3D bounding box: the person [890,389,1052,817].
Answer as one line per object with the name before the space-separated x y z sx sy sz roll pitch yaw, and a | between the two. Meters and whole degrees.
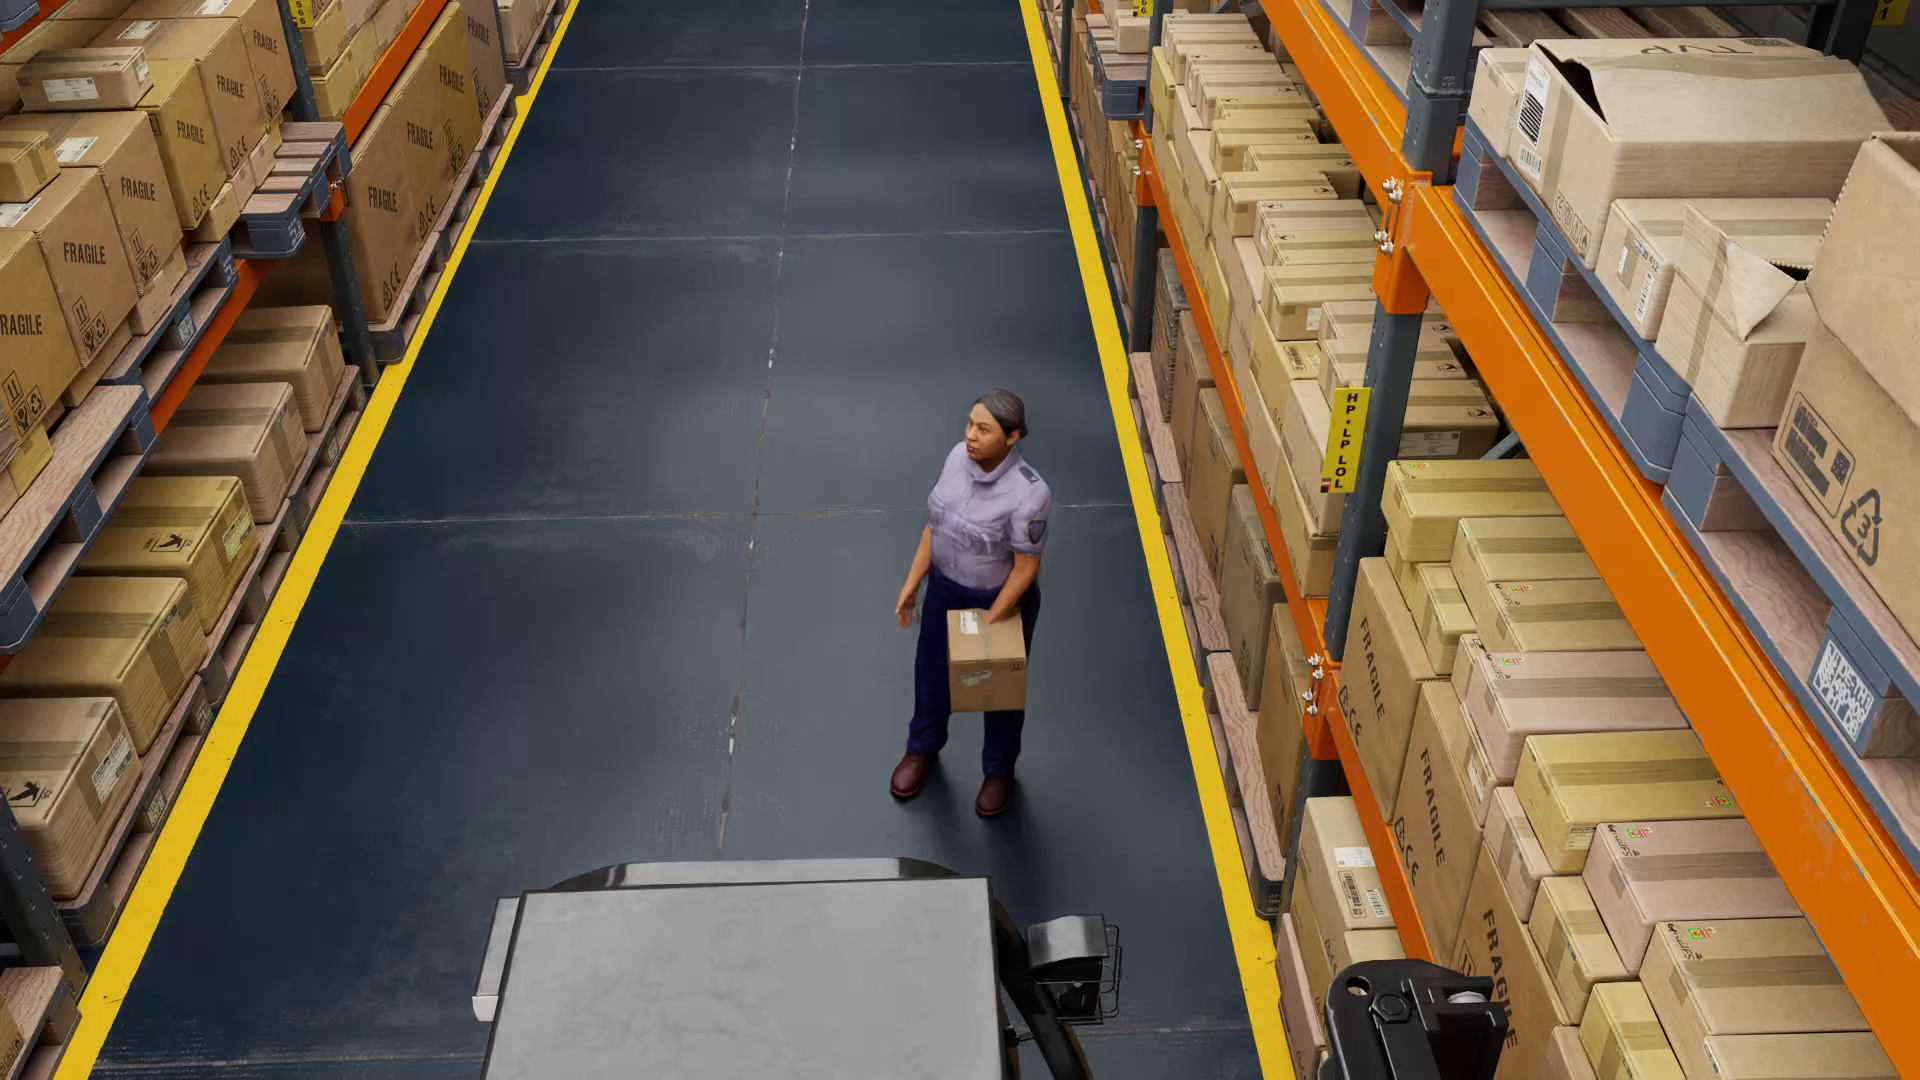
person | 0.030 0.245 5.801 0.518 1.649 0.495 28 44 34
